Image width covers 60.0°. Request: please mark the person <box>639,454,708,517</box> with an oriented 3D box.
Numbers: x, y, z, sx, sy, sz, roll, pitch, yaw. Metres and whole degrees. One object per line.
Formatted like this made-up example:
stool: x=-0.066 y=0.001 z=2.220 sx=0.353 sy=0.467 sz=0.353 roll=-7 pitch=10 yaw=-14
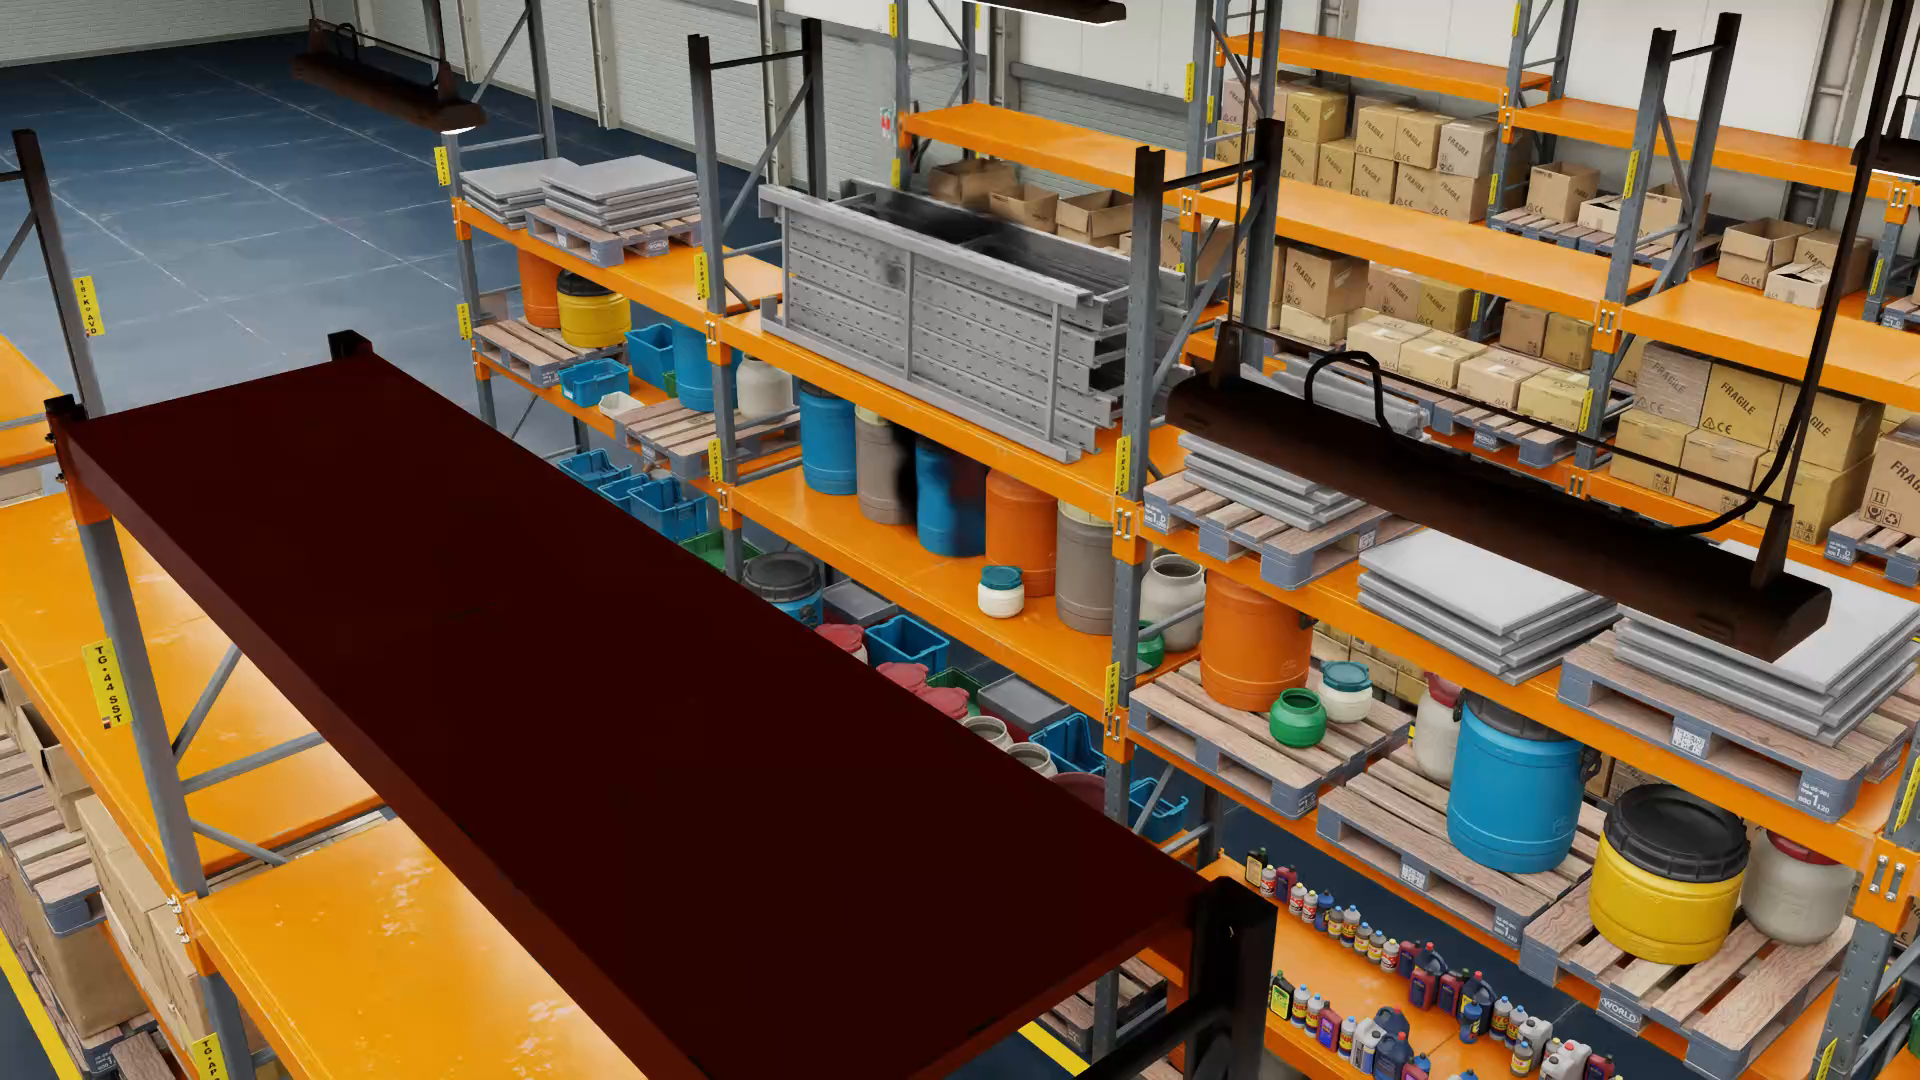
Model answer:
person: x=-3.008 y=-0.659 z=17.132 sx=0.812 sy=1.642 sz=0.605 roll=19 pitch=32 yaw=32
